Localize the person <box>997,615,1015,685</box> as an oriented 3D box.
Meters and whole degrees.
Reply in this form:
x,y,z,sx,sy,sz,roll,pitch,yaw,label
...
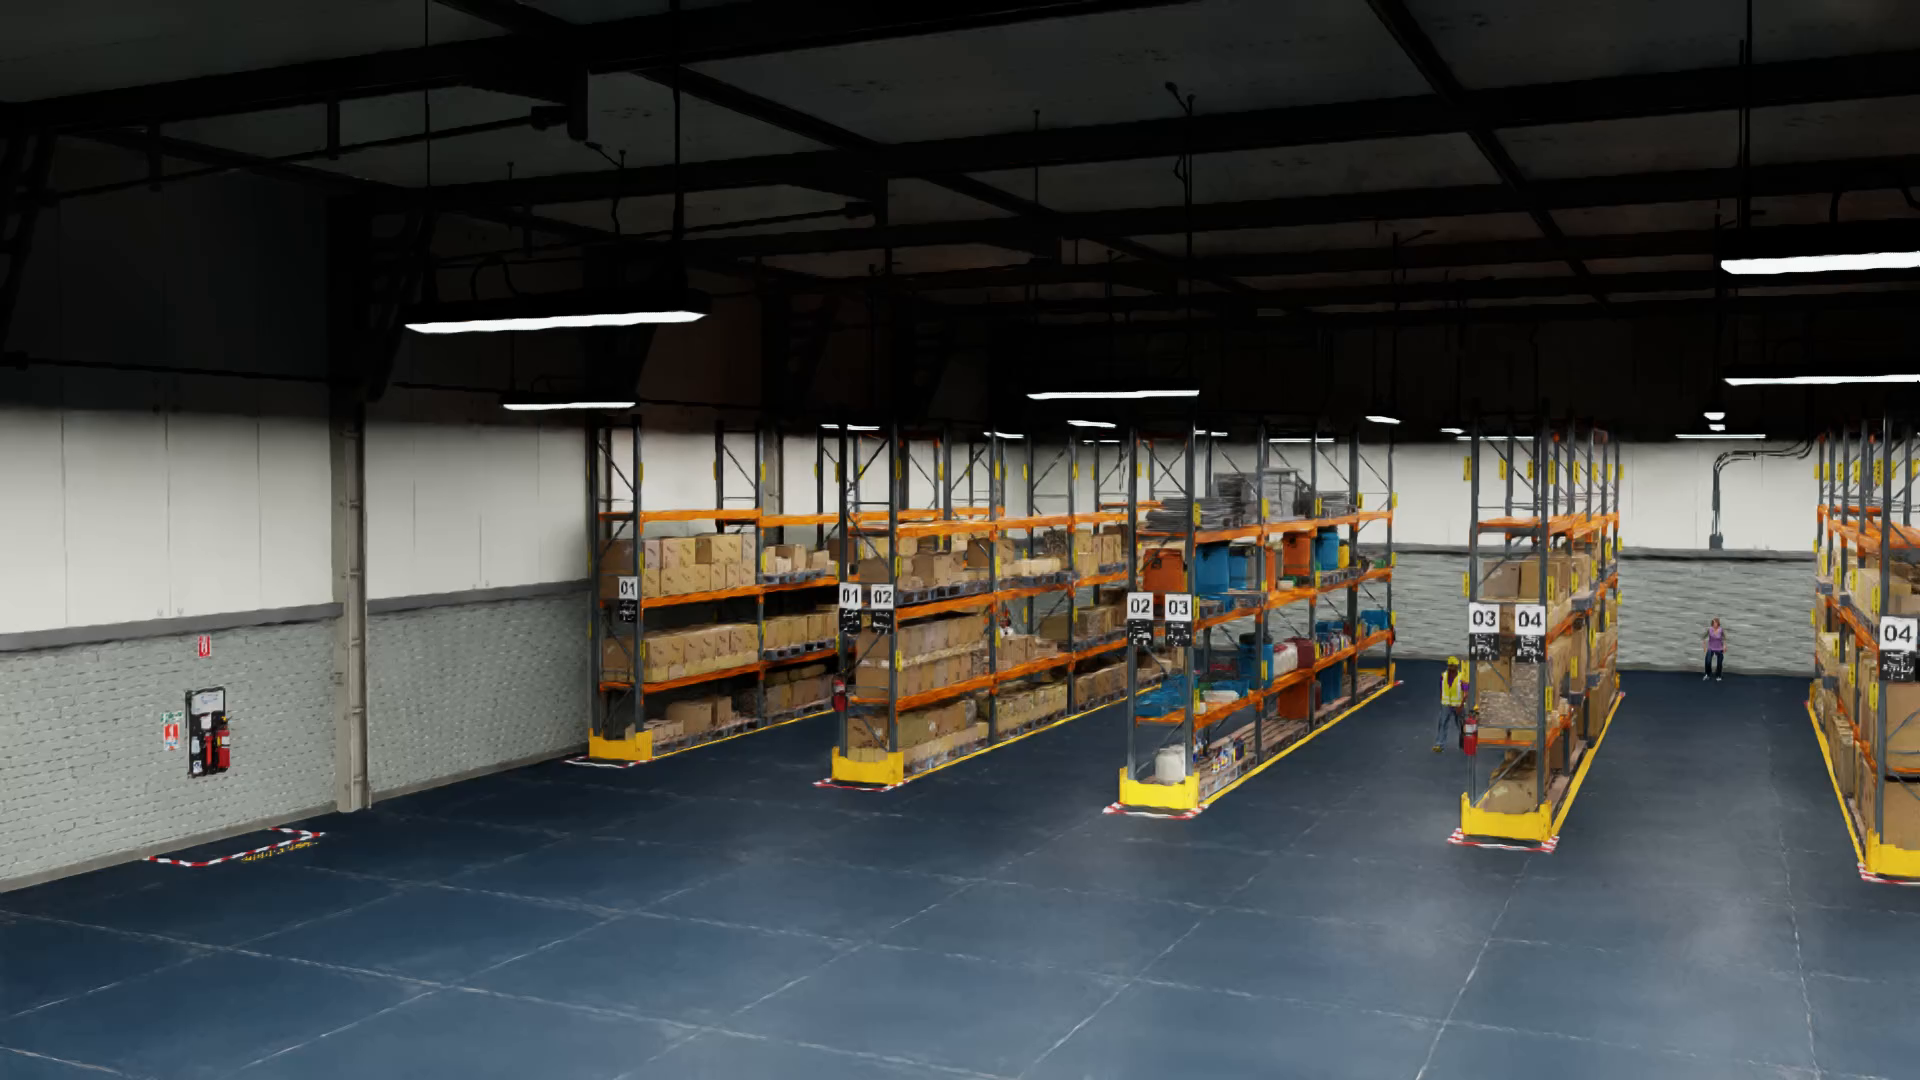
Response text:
x,y,z,sx,sy,sz,roll,pitch,yaw,label
1.067,2.573,39.110,0.500,1.625,0.997,1,3,24,person

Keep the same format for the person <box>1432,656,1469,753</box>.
x,y,z,sx,sy,sz,roll,pitch,yaw,label
8.782,2.921,29.605,0.570,1.708,1.041,2,3,34,person

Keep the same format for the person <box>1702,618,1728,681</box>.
x,y,z,sx,sy,sz,roll,pitch,yaw,label
18.009,2.607,39.688,0.566,1.541,0.519,1,3,23,person
